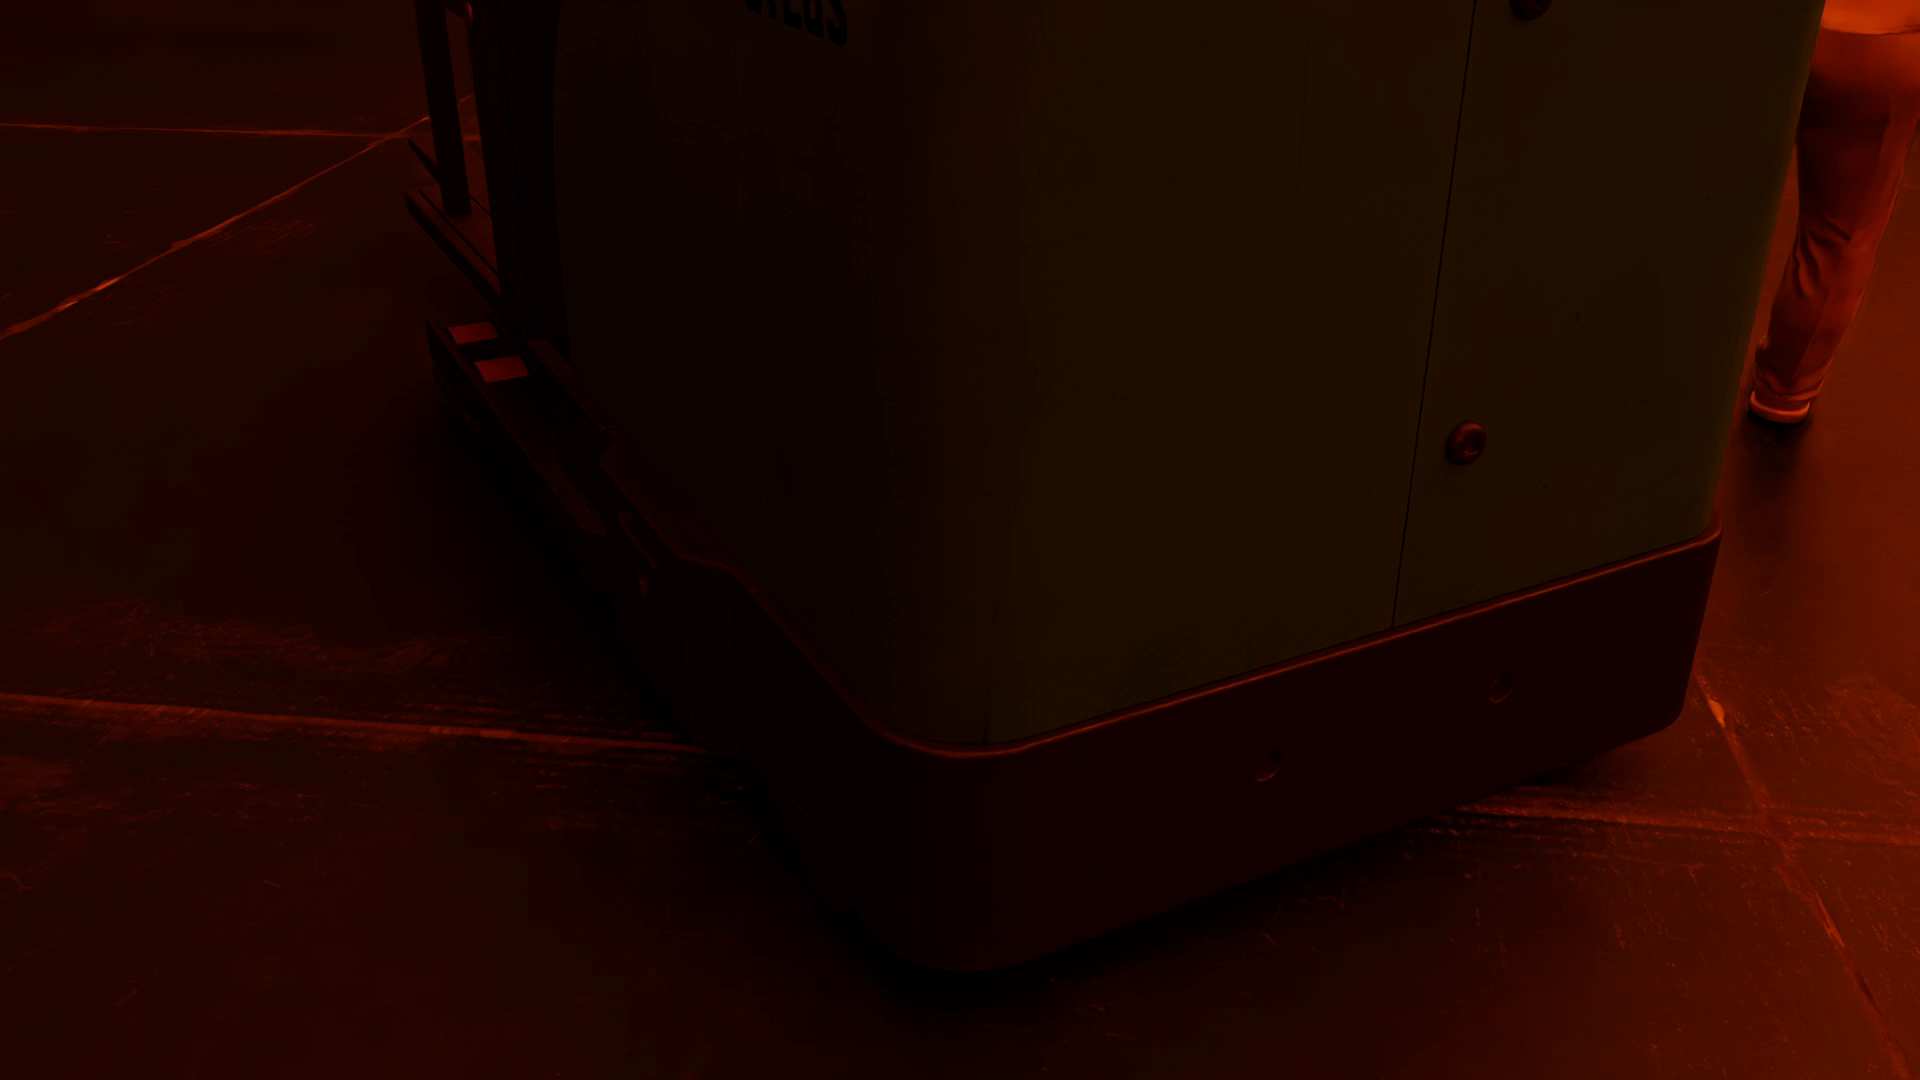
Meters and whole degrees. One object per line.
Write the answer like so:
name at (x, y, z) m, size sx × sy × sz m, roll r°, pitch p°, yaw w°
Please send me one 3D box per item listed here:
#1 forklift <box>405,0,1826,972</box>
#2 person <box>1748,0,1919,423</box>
forklift at (-0.282, -1.537, 2.298) m, size 1.130 × 2.935 × 3.031 m, roll -13°, pitch 29°, yaw -25°
person at (1.170, -0.835, 2.477) m, size 0.785 × 1.558 × 0.885 m, roll 8°, pitch 28°, yaw 16°
